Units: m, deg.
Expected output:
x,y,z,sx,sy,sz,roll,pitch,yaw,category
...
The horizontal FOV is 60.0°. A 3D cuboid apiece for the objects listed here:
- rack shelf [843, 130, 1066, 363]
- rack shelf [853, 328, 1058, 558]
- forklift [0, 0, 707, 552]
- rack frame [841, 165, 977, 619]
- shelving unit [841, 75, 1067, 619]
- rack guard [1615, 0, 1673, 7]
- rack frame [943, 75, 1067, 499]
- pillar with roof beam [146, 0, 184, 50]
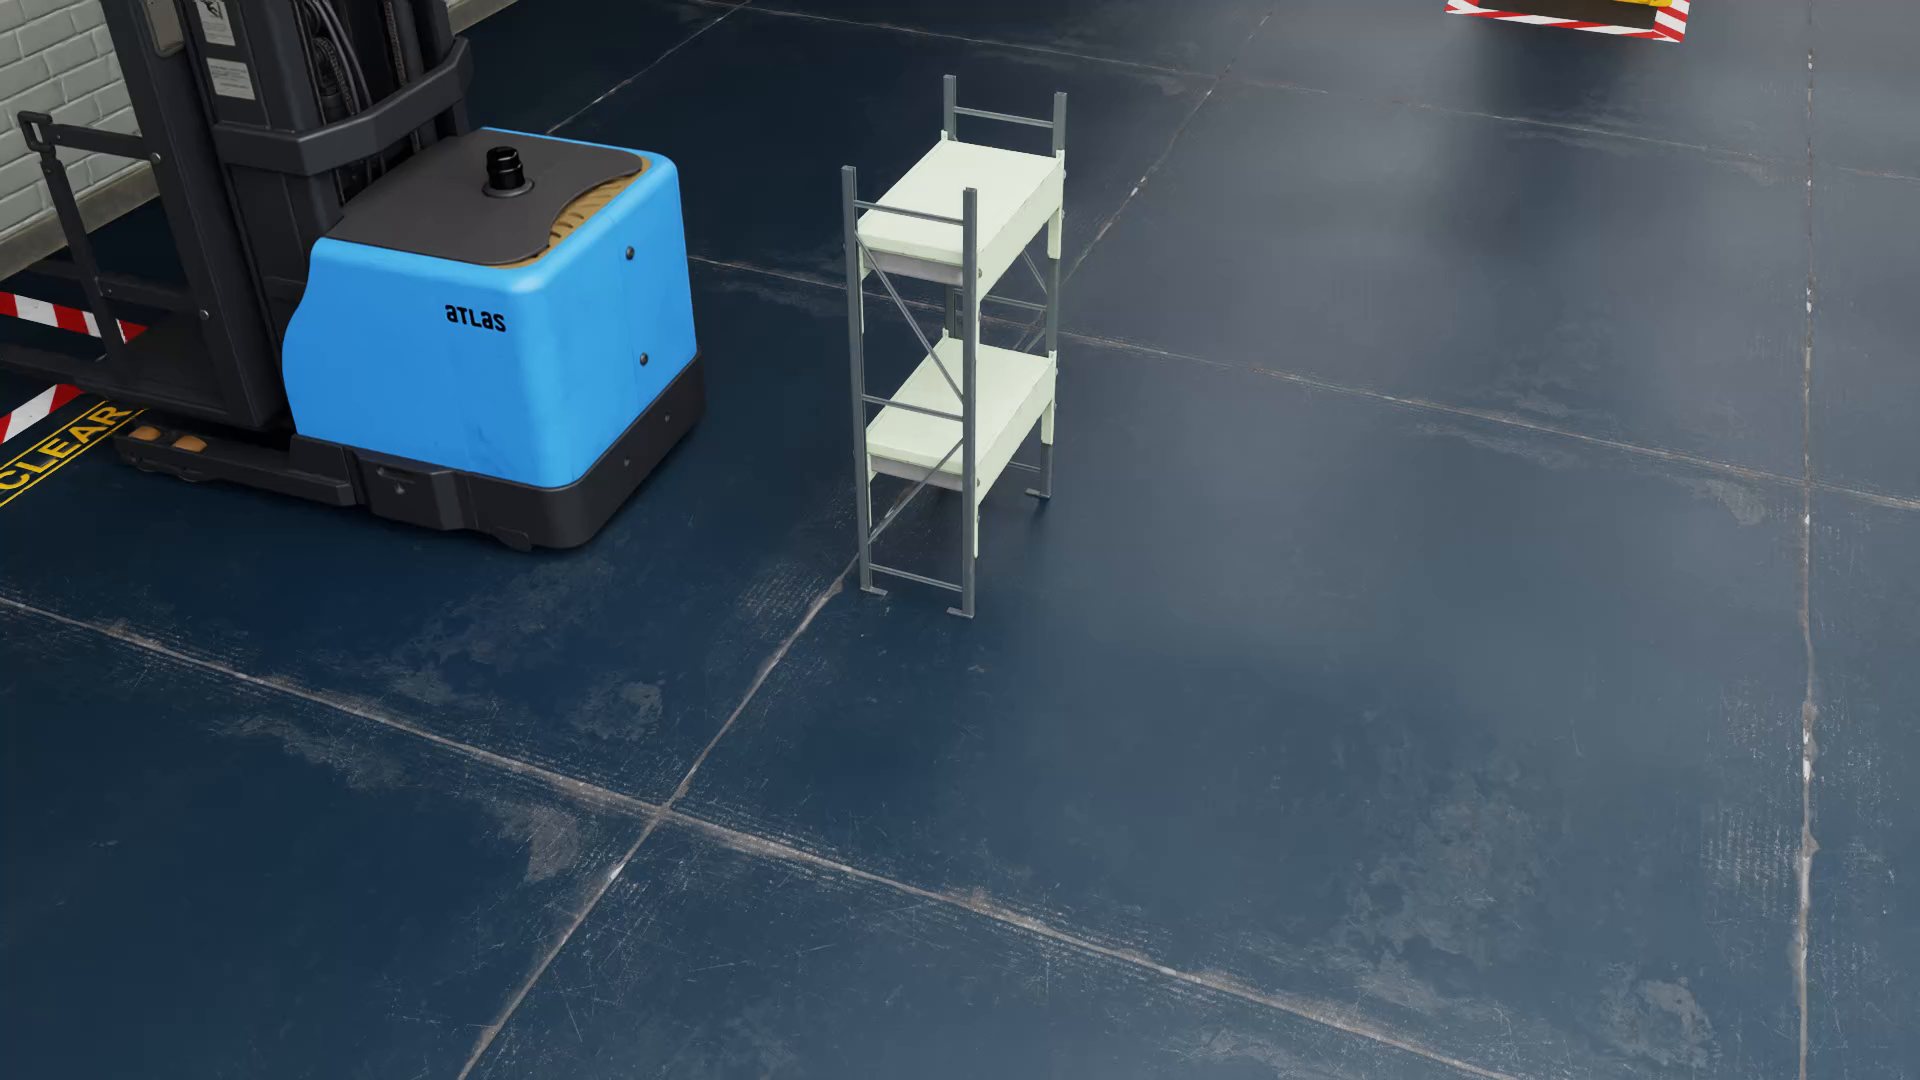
x,y,z,sx,sy,sz,roll,pitch,yaw,category
-0.003,-0.910,5.062,0.431,0.370,0.720,14,39,18,rack shelf
-0.003,-0.336,5.491,0.431,0.370,0.720,14,39,18,rack shelf
-2.533,-1.667,5.532,3.031,2.935,1.130,12,38,15,forklift
-0.142,-0.394,5.025,0.400,1.500,0.023,14,39,18,rack frame
-0.003,-0.597,5.296,0.431,1.500,0.755,14,39,18,shelving unit
3.820,-3.645,10.209,1.175,0.500,0.348,14,39,18,rack guard
0.137,-0.800,5.567,0.400,1.500,0.023,14,39,18,rack frame
0.411,-4.471,4.215,9.100,9.000,0.400,14,39,18,pillar with roof beam
